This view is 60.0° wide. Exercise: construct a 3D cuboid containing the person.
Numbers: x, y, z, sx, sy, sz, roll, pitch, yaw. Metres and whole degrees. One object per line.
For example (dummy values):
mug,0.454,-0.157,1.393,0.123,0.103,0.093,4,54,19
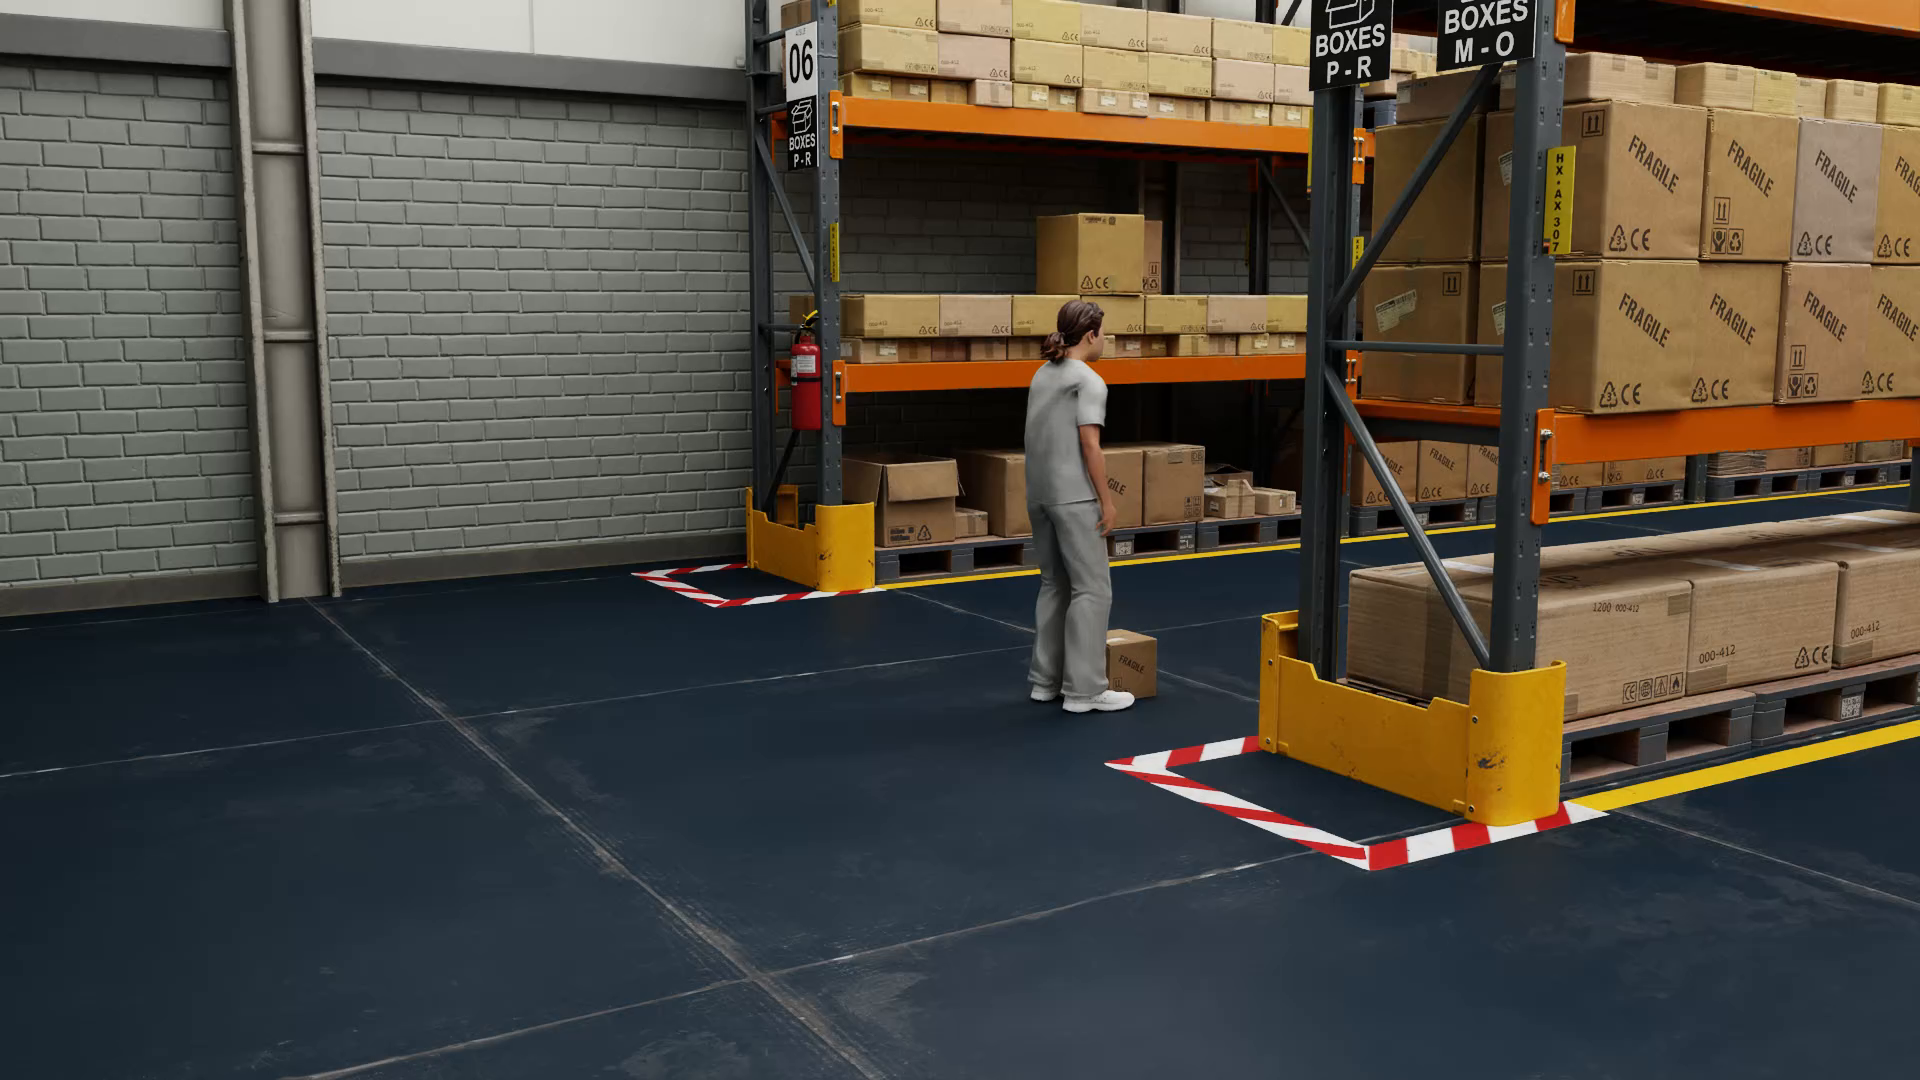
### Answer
person,0.459,-0.149,6.861,0.358,1.673,0.486,-5,10,-31
